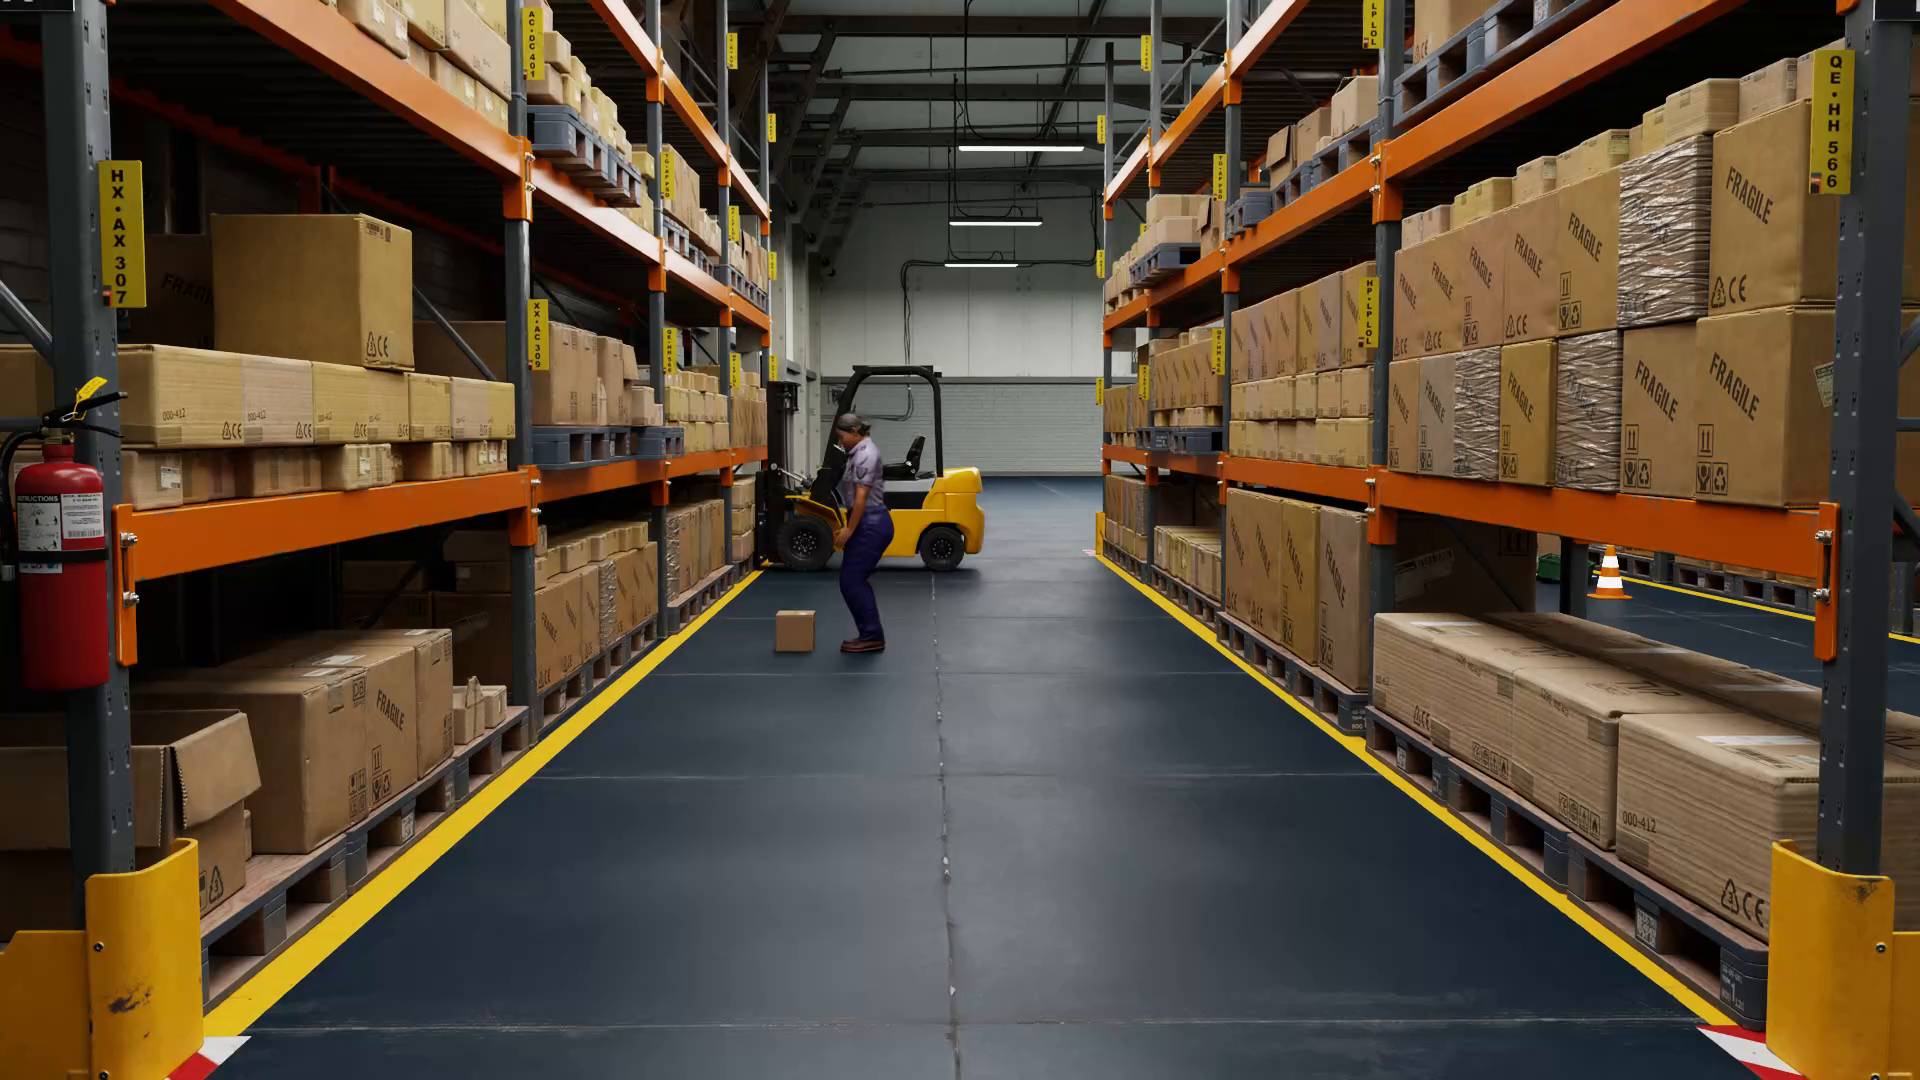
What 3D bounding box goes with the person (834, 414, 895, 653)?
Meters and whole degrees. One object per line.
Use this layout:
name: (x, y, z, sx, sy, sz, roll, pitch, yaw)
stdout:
person: (-0.645, -0.049, 11.243, 0.397, 1.607, 0.496, 0, 4, 0)
